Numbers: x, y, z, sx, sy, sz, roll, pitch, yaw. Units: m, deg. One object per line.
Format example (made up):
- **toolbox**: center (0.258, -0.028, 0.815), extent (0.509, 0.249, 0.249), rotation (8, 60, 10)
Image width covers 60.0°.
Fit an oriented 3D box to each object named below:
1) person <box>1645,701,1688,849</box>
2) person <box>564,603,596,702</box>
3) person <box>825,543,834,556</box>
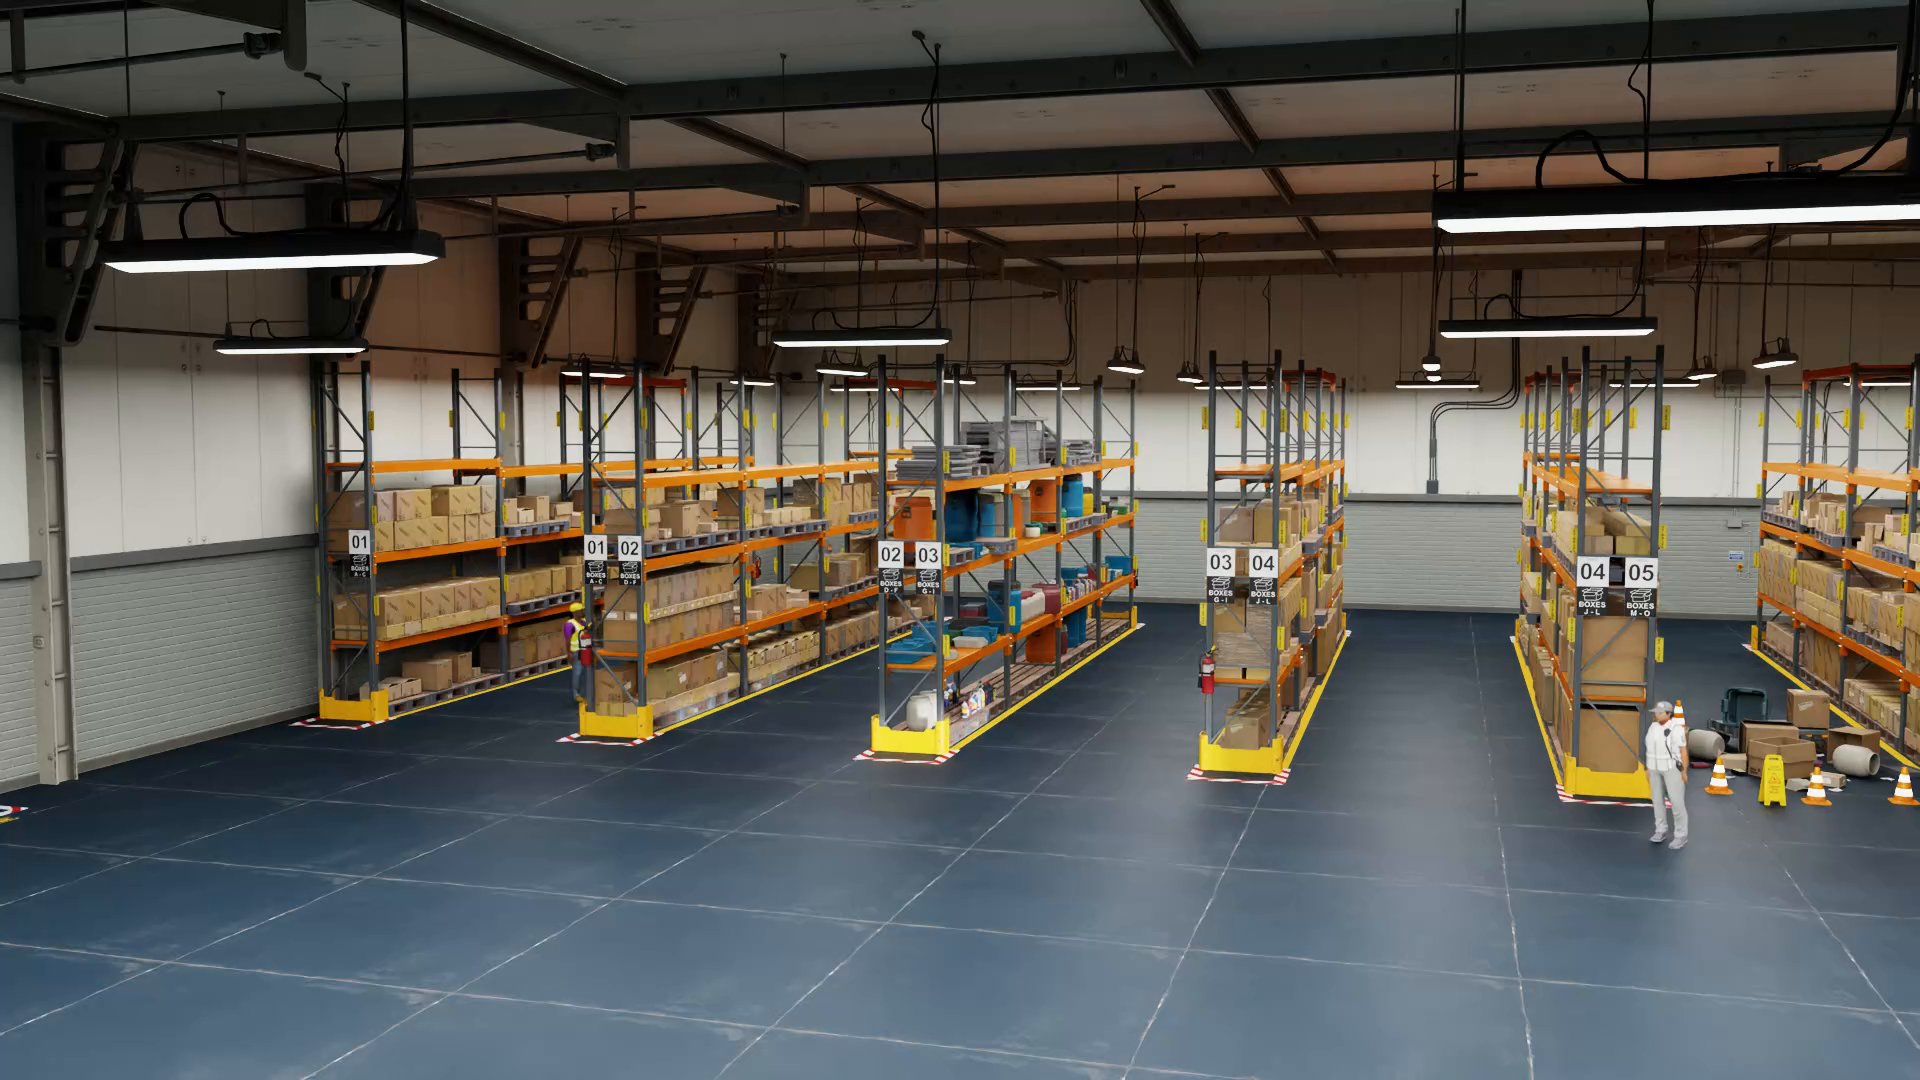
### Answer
- **person**: center (8.391, 2.764, 19.744), extent (0.455, 1.678, 0.601), rotation (-3, 5, -33)
- **person**: center (-6.782, 2.012, 29.775), extent (0.636, 1.784, 0.449), rotation (-4, 5, -41)
- **person**: center (-3.677, 0.890, 46.142), extent (0.501, 1.618, 0.588), rotation (-4, 5, -41)
